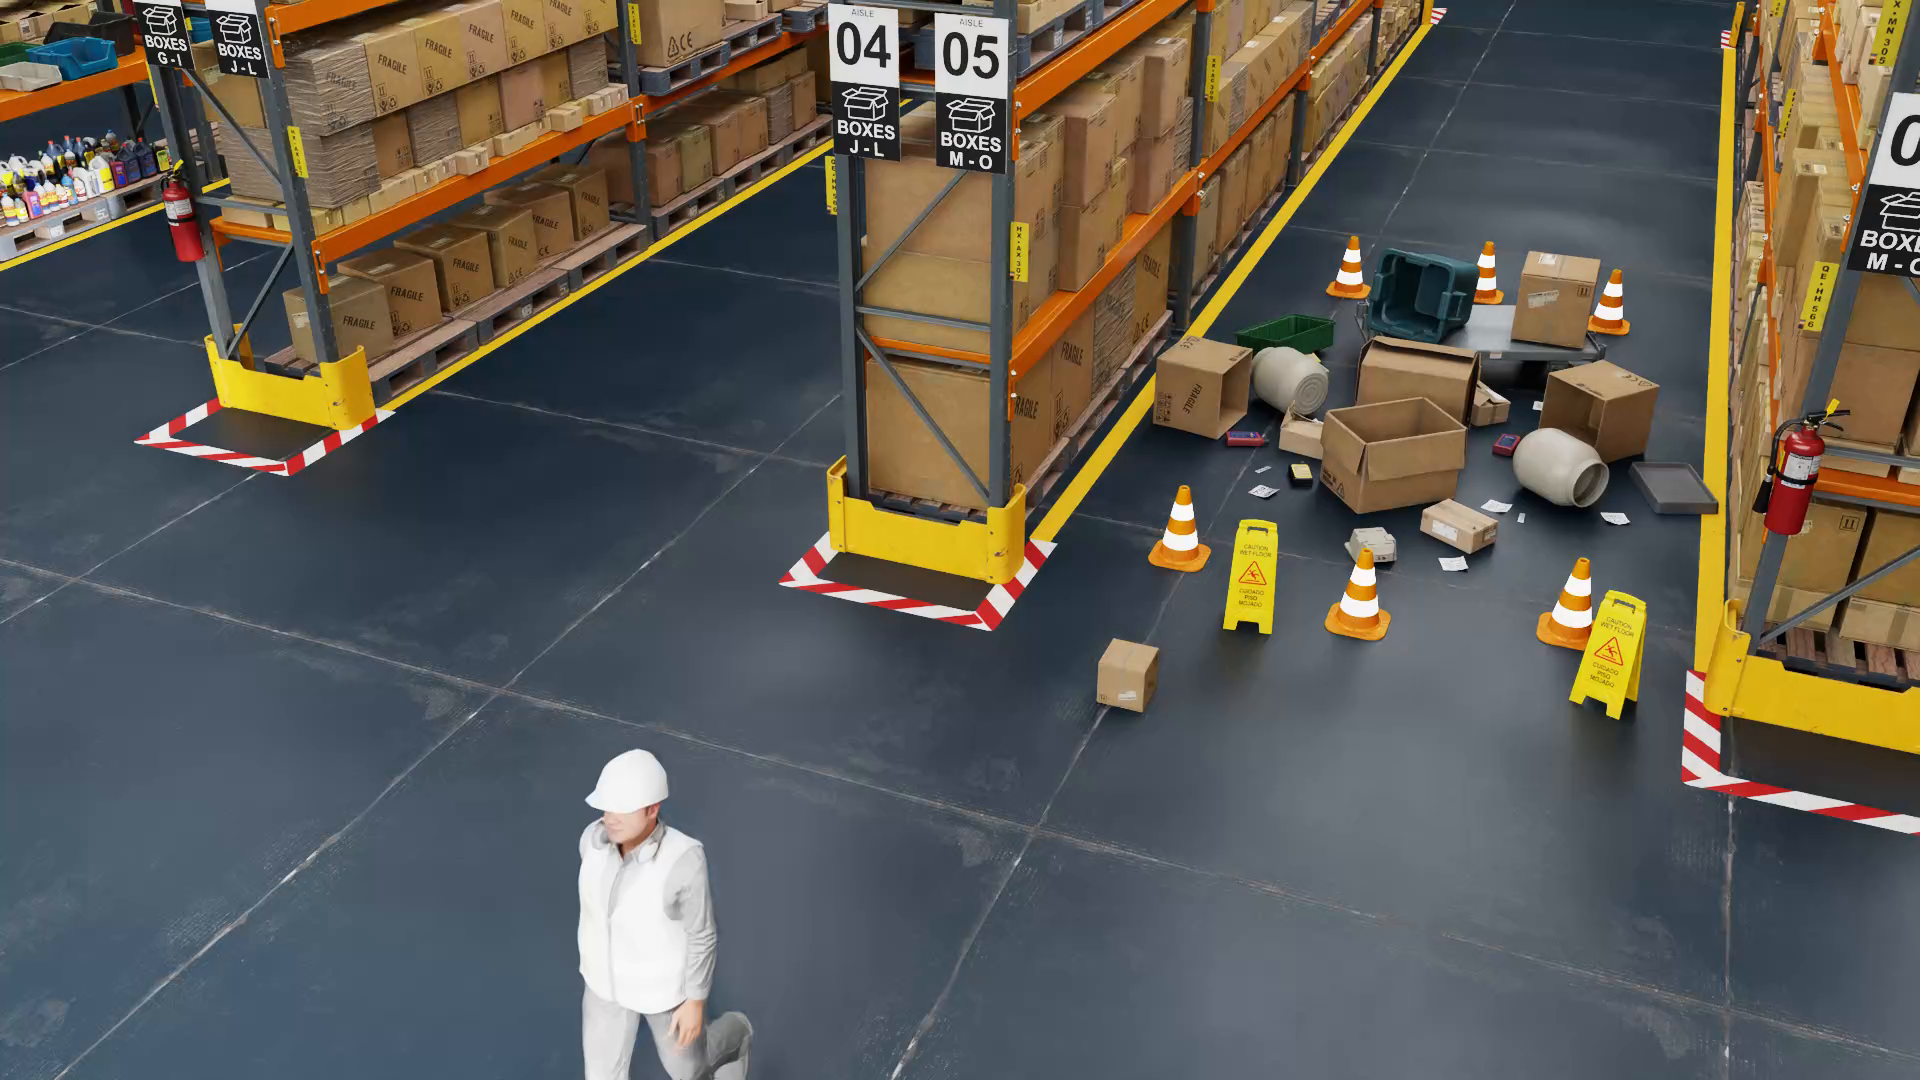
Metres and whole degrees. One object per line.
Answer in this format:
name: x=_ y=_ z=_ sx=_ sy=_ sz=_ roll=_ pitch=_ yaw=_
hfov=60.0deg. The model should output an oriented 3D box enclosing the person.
person: x=-1.057 y=1.479 z=5.748 sx=0.538 sy=1.743 sz=0.891 roll=12 pitch=31 yaw=20
